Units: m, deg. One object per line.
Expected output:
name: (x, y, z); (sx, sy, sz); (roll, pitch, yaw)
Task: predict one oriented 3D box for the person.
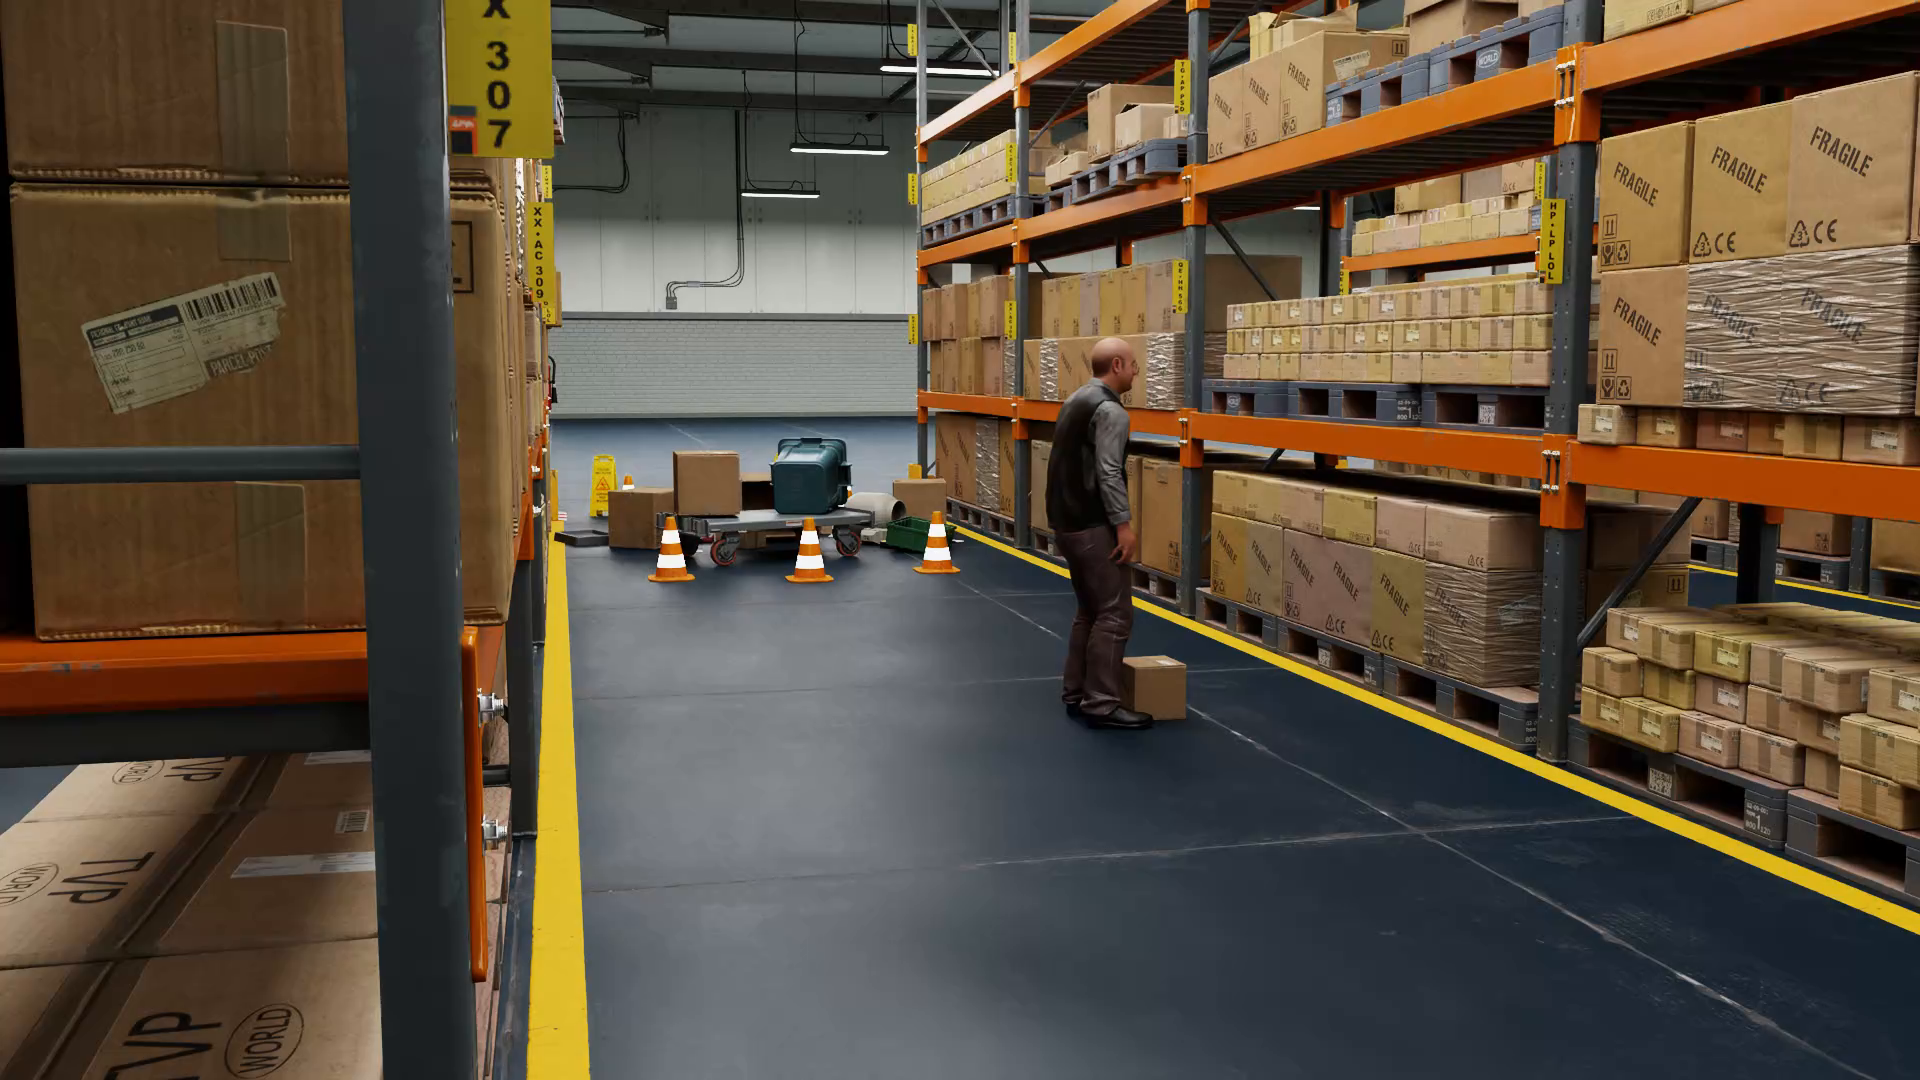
person: (0.603, -0.044, 7.467); (0.412, 1.721, 0.582); (-2, 6, -14)
